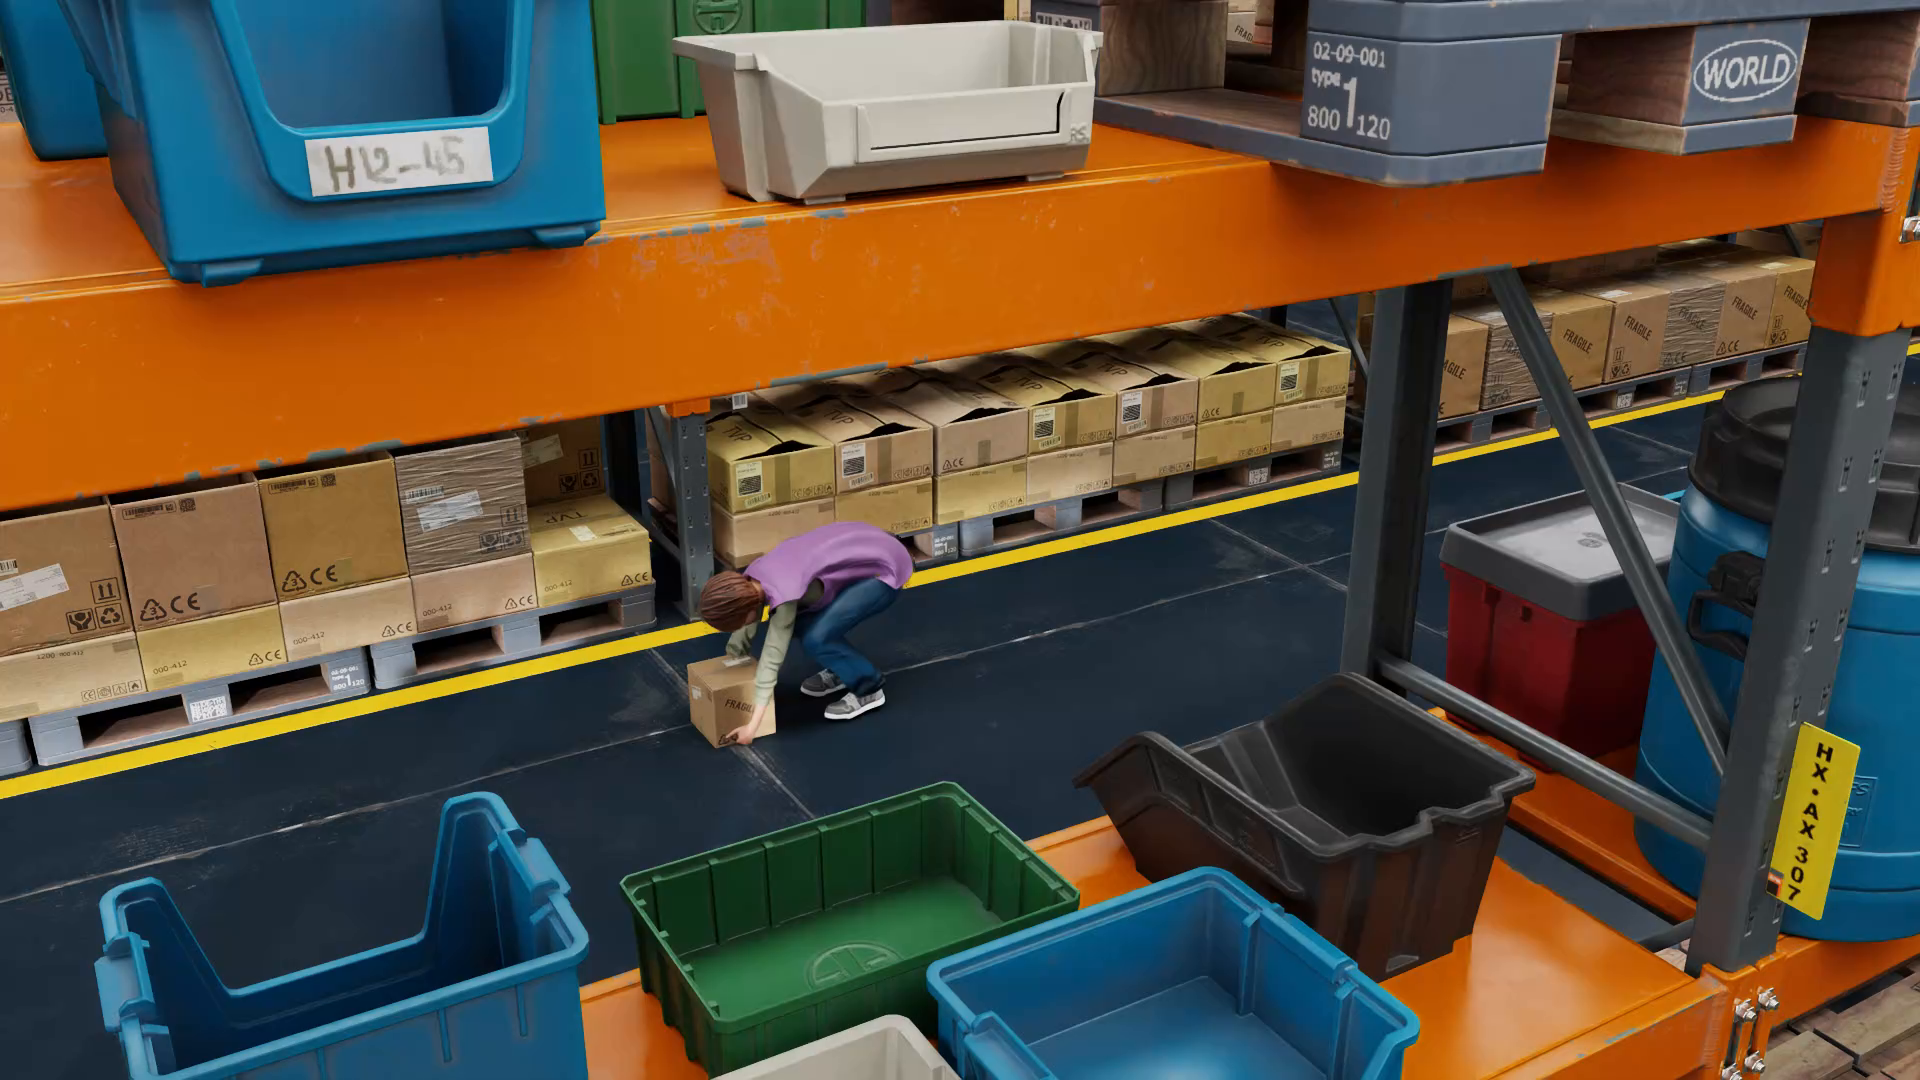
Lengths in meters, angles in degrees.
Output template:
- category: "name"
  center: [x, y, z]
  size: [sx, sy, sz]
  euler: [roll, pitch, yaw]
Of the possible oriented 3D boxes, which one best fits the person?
- category: "person"
  center: [-0.561, -0.016, 6.316]
  size: [0.637, 1.472, 0.375]
  euler: [-11, 25, -26]
